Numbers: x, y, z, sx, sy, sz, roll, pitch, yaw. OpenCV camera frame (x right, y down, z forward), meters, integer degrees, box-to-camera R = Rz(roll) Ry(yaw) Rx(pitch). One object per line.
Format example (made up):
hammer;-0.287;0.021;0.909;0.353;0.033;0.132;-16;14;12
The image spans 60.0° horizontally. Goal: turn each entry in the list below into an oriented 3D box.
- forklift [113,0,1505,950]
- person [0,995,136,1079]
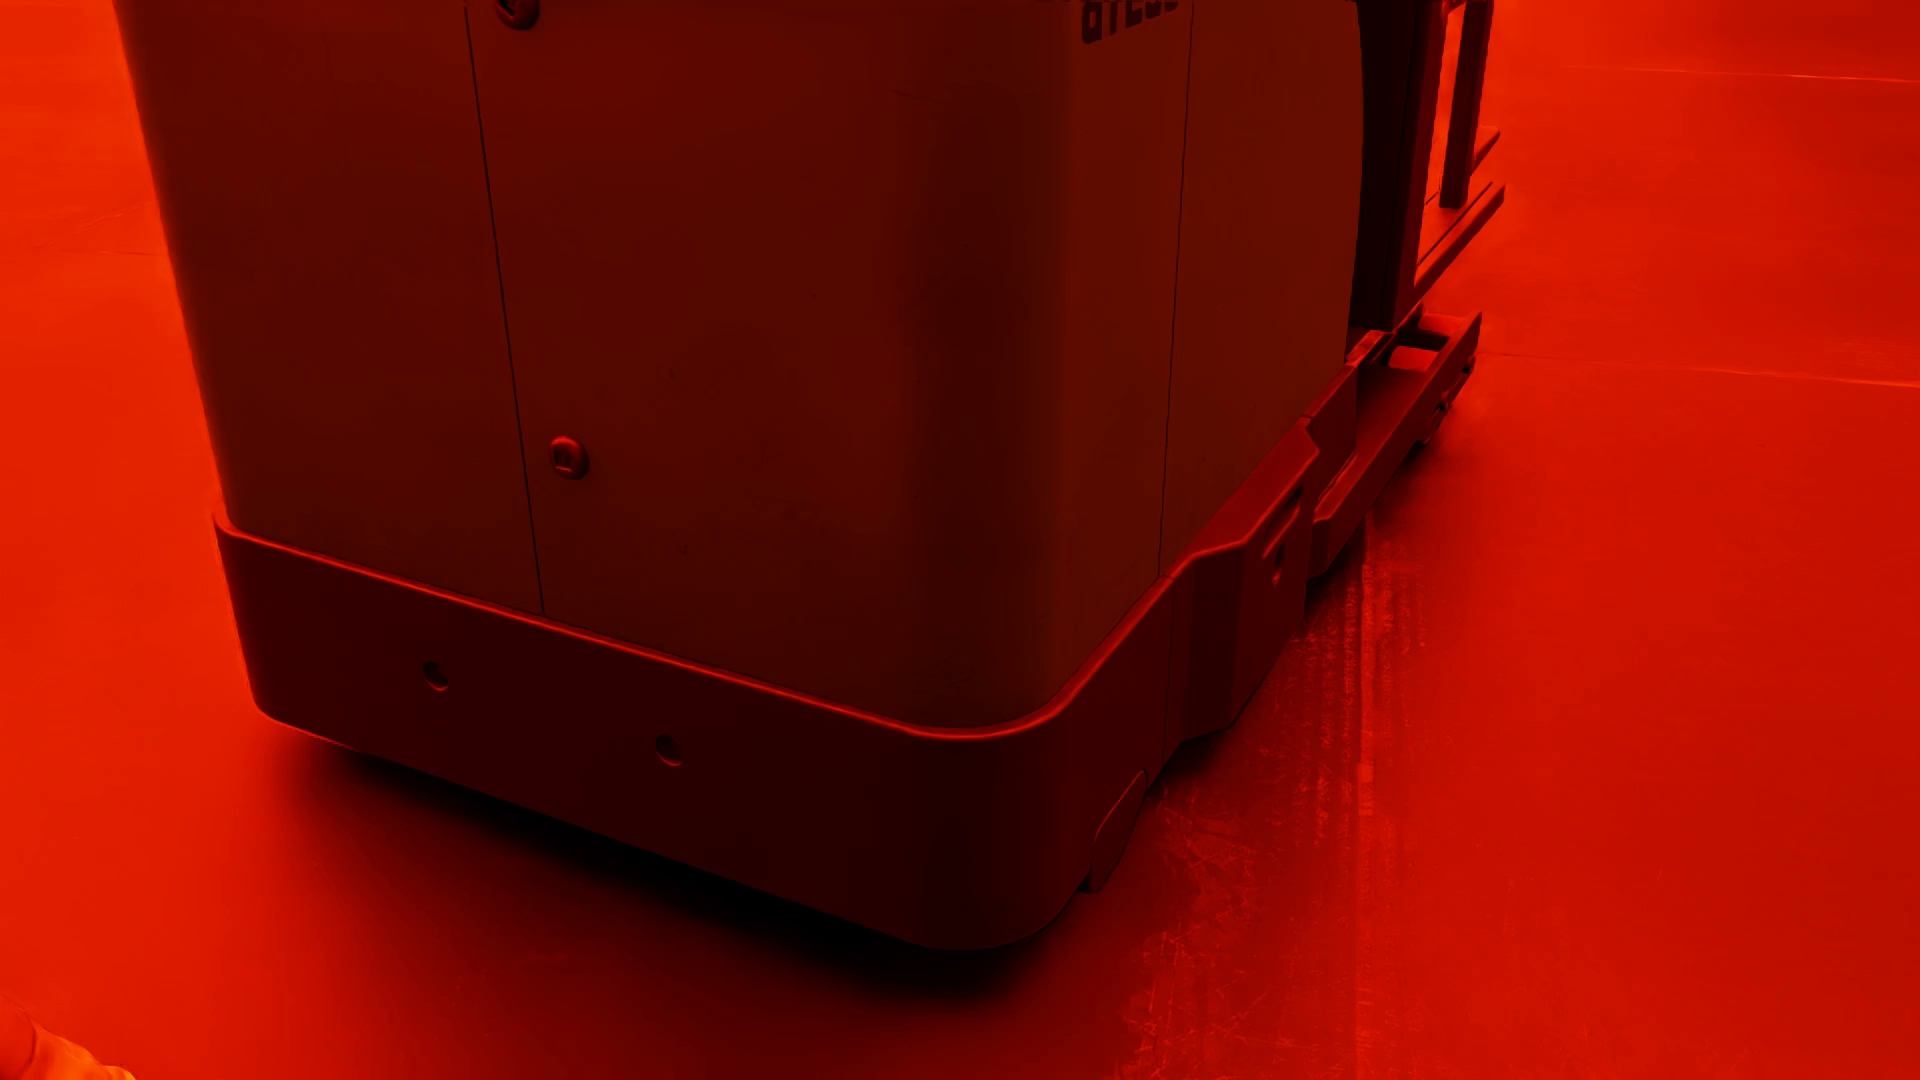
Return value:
forklift;0.279;-1.553;2.325;1.130;2.935;3.031;13;30;24
person;-1.079;-0.245;1.126;0.844;1.697;0.713;-5;27;-10
